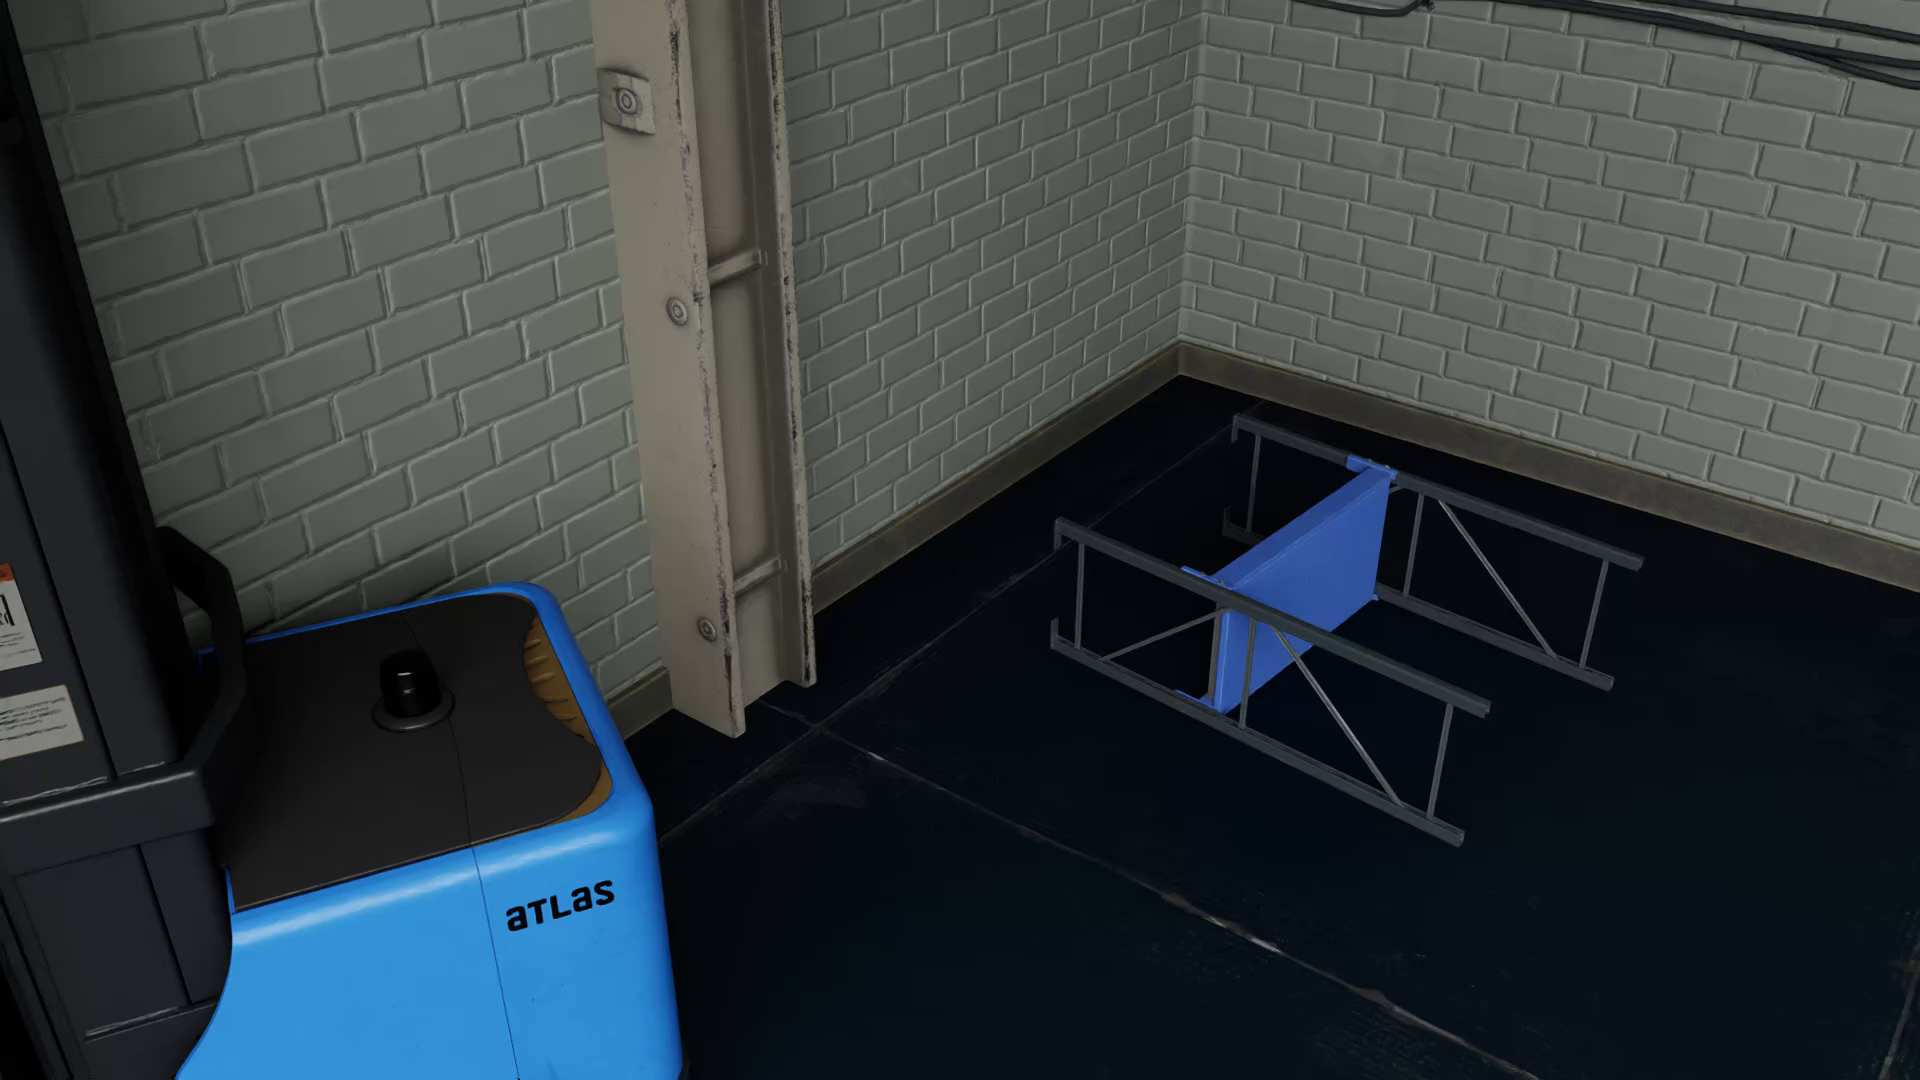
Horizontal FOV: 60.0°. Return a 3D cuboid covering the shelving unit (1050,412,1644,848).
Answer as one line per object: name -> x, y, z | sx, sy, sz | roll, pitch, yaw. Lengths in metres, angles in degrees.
shelving unit -> 1.211, 0.208, 5.372 | 1.500, 0.538, 1.048 | 25, 39, 35

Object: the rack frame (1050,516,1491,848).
rack frame -> 0.870, 0.400, 5.047 | 1.500, 0.500, 0.032 | 25, 39, 35

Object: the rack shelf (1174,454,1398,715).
rack shelf -> 1.077, 0.146, 5.475 | 0.185, 0.538, 1.000 | 25, 39, 35

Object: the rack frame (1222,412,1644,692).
rack frame -> 1.551, 0.015, 5.696 | 1.500, 0.500, 0.032 | 25, 39, 35

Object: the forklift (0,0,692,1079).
forklift -> -2.157, 0.282, 2.900 | 3.031, 2.935, 1.130 | -13, 33, -21

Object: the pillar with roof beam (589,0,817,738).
pillar with roof beam -> 2.725, -2.052, 0.886 | 9.100, 9.000, 0.400 | 21, 37, 31
